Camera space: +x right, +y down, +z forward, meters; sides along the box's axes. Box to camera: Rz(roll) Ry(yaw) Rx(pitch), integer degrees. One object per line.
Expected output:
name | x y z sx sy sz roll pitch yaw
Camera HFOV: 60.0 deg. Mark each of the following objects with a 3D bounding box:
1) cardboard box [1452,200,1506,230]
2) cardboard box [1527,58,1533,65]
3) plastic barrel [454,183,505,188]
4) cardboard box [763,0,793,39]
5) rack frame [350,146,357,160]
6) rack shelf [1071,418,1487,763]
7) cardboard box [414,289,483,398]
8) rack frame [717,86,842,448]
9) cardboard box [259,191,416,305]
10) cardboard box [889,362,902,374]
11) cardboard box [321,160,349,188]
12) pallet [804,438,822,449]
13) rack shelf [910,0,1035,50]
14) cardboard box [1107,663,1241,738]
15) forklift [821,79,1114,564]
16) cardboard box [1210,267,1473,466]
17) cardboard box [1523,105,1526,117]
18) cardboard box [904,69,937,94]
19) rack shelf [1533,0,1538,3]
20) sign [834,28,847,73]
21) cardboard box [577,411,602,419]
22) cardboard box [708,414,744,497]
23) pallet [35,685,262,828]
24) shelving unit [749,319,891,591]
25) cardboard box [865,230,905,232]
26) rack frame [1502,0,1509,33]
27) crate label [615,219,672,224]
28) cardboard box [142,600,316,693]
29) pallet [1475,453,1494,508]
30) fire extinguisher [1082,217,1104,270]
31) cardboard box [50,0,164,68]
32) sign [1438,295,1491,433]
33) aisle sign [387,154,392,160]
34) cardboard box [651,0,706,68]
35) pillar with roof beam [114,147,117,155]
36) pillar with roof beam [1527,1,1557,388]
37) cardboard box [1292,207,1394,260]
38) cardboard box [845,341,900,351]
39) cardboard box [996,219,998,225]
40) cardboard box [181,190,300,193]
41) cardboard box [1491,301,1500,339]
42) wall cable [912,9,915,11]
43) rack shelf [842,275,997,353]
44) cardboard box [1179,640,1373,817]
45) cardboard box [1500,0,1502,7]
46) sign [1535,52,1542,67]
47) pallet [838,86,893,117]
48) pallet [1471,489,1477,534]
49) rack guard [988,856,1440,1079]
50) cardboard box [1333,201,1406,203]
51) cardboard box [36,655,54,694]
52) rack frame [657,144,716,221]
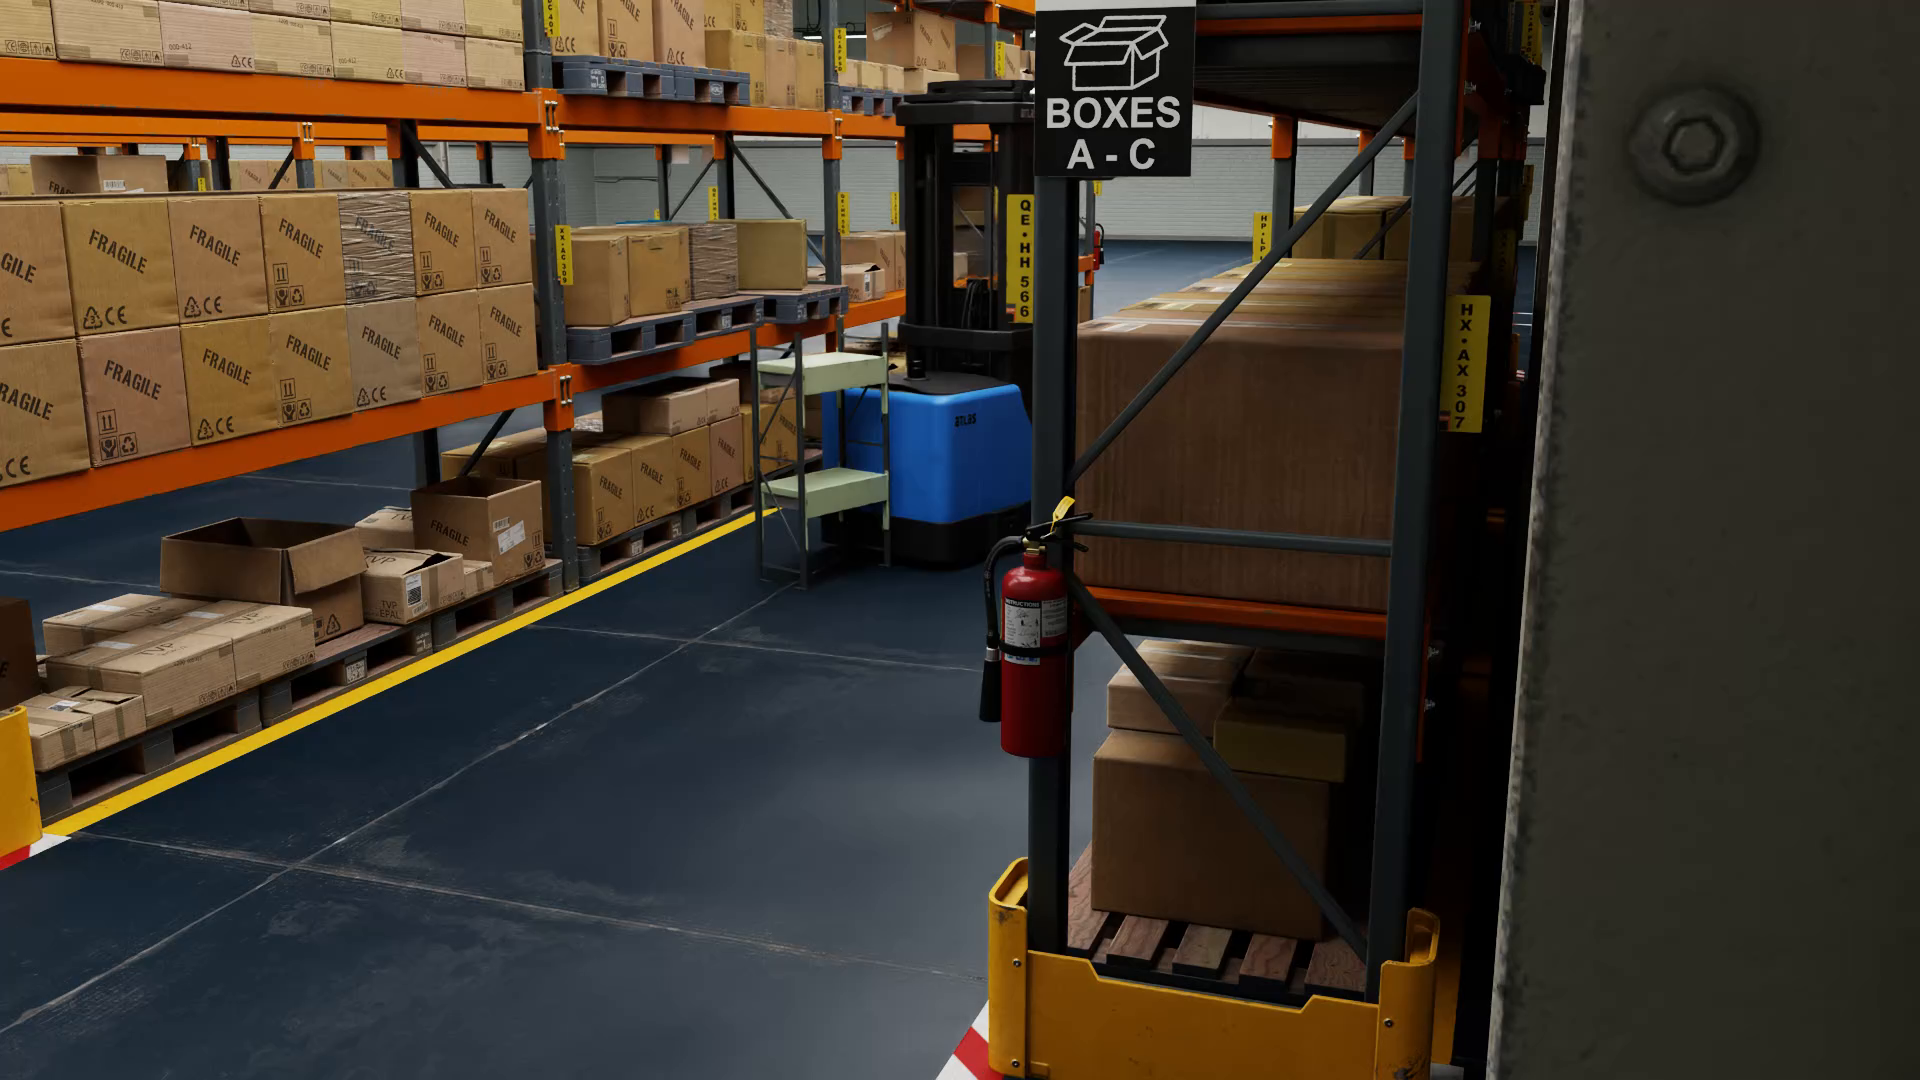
cardboard box | 3.024 -1.922 10.045 0.500 0.250 0.500 4 13 17
cardboard box | 4.989 -4.617 15.218 0.500 0.500 0.500 5 14 20
plastic barrel | -5.226 -3.424 18.123 0.600 0.901 0.708 4 14 18
cardboard box | -1.570 -3.947 12.327 0.500 0.500 0.500 4 14 18
rack frame | -8.207 -4.438 23.691 1.000 3.000 0.127 4 14 18
rack shelf | 1.324 -0.070 6.169 1.077 0.370 4.000 4 14 18
cardboard box | -2.801 -1.014 8.464 0.500 0.500 0.500 5 14 20
rack frame | -1.423 -2.040 13.183 1.000 3.000 0.127 4 14 18
cardboard box | -2.962 -1.394 7.885 0.500 0.500 0.500 4 14 19
cardboard box | -0.814 -1.378 14.258 0.500 0.311 0.500 4 13 17
cardboard box | -8.471 -4.775 22.027 0.500 0.500 0.500 4 14 18
pallet | -1.120 -0.851 14.241 1.003 0.211 1.213 4 14 18
rack shelf | 0.518 -5.682 18.175 1.077 0.370 4.000 4 14 18
cardboard box | 0.678 0.504 5.257 0.380 0.149 0.250 4 14 18
forklift | 0.395 -1.554 11.208 1.130 2.935 3.031 9 16 36
cardboard box | 1.539 -0.721 6.734 0.980 0.700 0.700 4 13 17
cardboard box | 4.957 -4.132 15.339 0.500 0.500 0.500 5 14 20
cardboard box | -0.512 -4.231 15.436 0.500 0.250 0.500 3 13 13
rack shelf | 5.207 -5.520 16.572 1.077 0.370 4.000 4 14 18
sign | -0.910 -3.715 12.619 0.100 0.325 0.005 4 14 18
cardboard box | -2.336 -0.634 11.654 0.500 0.500 0.500 4 13 16
cardboard box | -1.835 -0.602 11.512 0.500 0.500 0.500 4 13 16
pallet | -3.730 0.820 6.920 1.003 0.211 1.213 4 14 18
shelving unit | -0.821 -0.527 9.922 0.431 1.500 0.755 10 17 38
cardboard box | -0.563 -2.659 15.673 0.500 0.500 0.500 5 14 22
rack frame | 1.971 -3.766 7.267 1.000 3.000 0.127 4 14 18
crate label | -3.860 -3.692 20.342 0.502 0.435 0.616 4 14 18
cardboard box | -3.243 0.466 7.395 0.500 0.250 0.500 4 14 18
pallet | 3.520 -0.489 12.655 1.003 0.211 1.213 4 14 18
fire extinguisher | 1.643 -3.678 20.534 0.296 0.674 0.183 4 14 18
cardboard box | -3.430 -1.939 6.337 0.500 0.250 0.500 4 14 18
sign | 1.200 -0.419 3.959 0.100 0.325 0.005 4 14 18
aisle sign | -7.903 -5.697 23.365 0.394 0.787 0.004 4 14 18
cardboard box | -2.055 -3.344 10.763 0.600 0.600 0.600 4 13 16
pillar with roof beam | -15.403 -10.568 37.066 9.100 9.000 0.548 4 14 18
pillar with roof beam | 2.373 -6.393 18.776 9.100 9.000 0.400 4 14 18
cardboard box | 1.880 -1.527 8.316 0.500 0.250 0.500 5 14 20
cardboard box | -0.831 -1.736 15.829 0.500 0.311 0.500 4 13 17
cardboard box | 0.223 -3.342 17.208 0.380 0.149 0.250 5 14 19
cardboard box | -3.469 -1.438 8.075 0.500 0.500 0.500 4 13 17
cardboard box | 2.862 -1.448 9.651 0.500 0.500 0.500 5 14 20
wall cable | -2.471 -16.164 53.942 2.305 6.003 0.169 4 14 18
rack shelf | -0.776 -2.110 15.108 1.077 0.370 4.000 4 14 18
cardboard box | 1.133 0.649 6.079 0.700 0.500 0.500 4 13 17
cardboard box | 1.972 -2.323 6.854 0.500 0.250 0.500 4 14 19
sign | 6.373 -5.218 18.378 0.100 0.325 0.005 4 14 18
pallet | -1.288 -3.559 13.525 1.213 0.211 1.003 5 14 21
pallet | 2.939 -0.164 11.231 1.003 0.211 1.213 4 14 18
rack guard | 0.669 1.224 4.500 1.175 0.500 0.348 4 14 18
cardboard box | 2.384 -1.849 9.725 0.500 0.250 0.500 4 13 17
cardboard box | -3.852 0.601 6.994 0.380 0.166 0.250 4 14 18
rack frame | -3.520 -4.081 22.129 1.000 3.000 0.127 4 14 18
